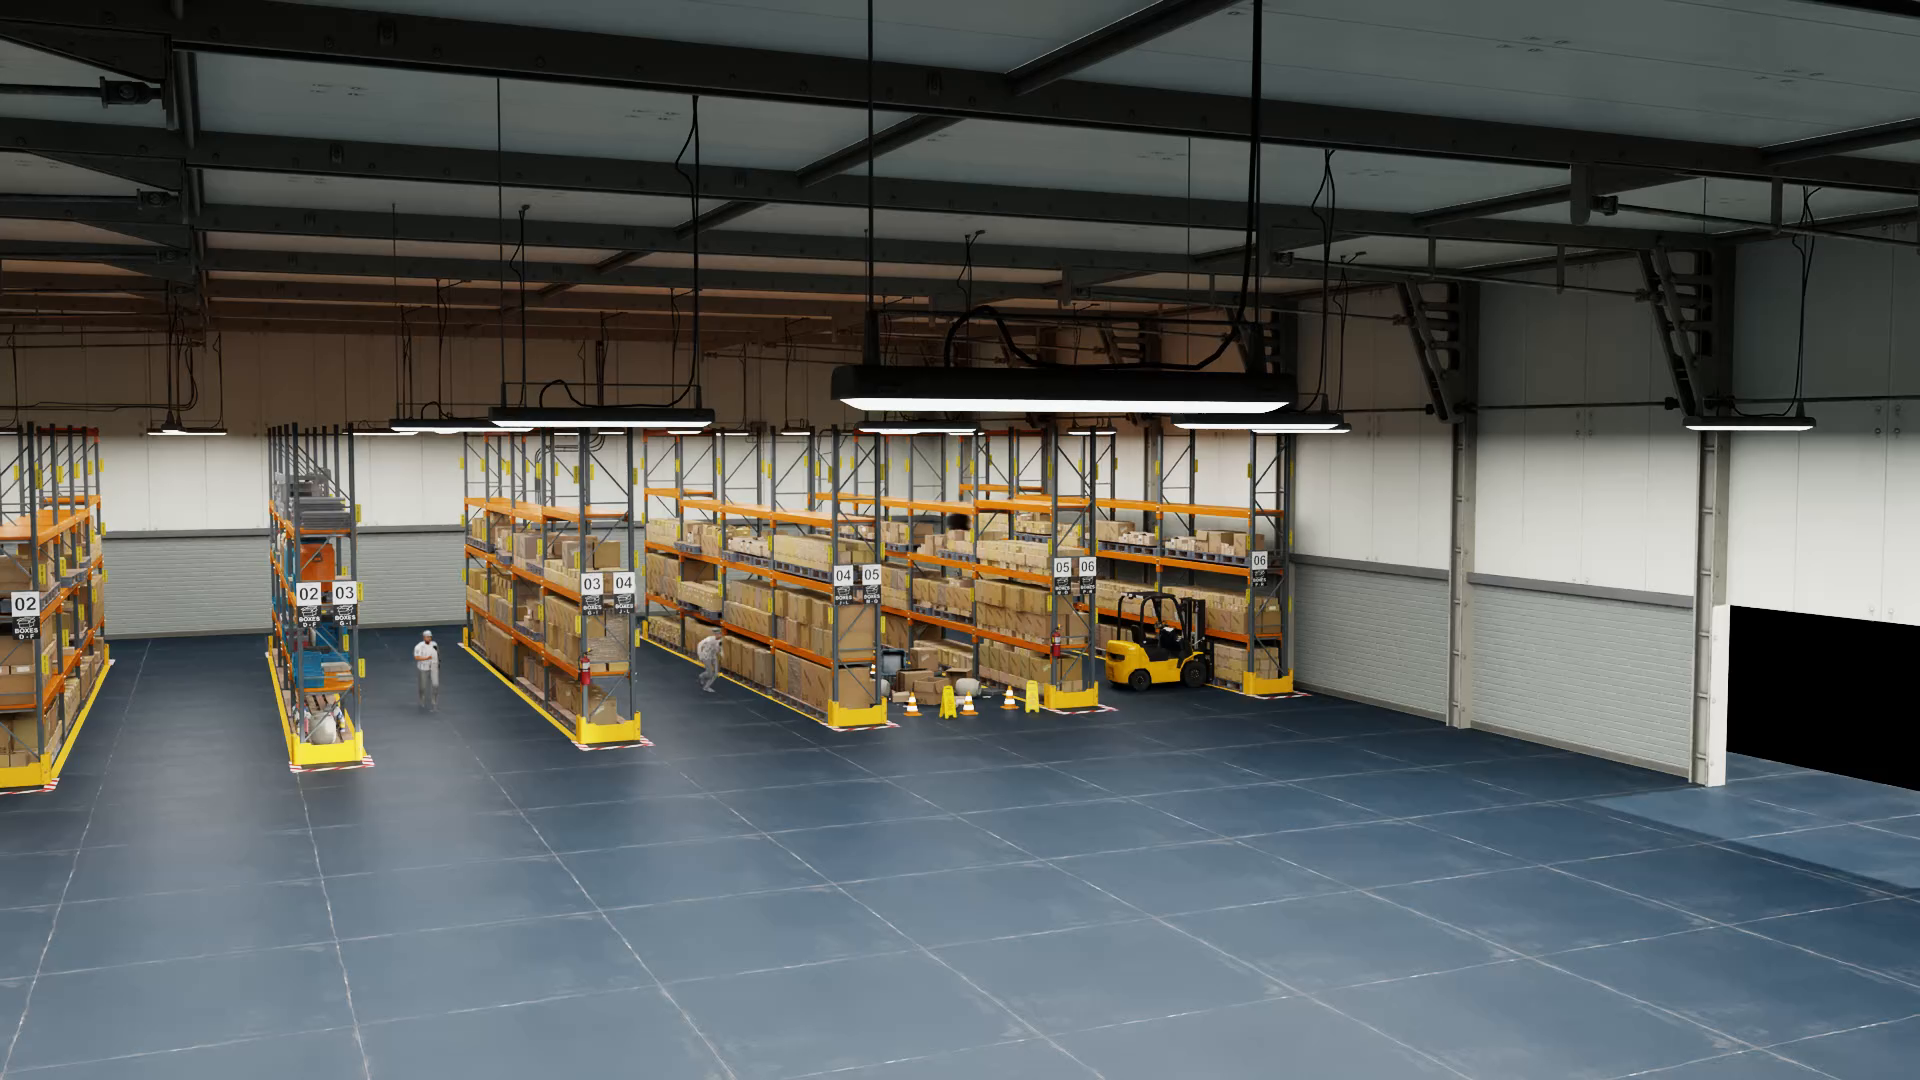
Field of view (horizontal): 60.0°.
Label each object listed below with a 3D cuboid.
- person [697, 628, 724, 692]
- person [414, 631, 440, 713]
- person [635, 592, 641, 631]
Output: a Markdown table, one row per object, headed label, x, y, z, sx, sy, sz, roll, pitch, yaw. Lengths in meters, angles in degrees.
| label | x | y | z | sx | sy | sz | roll | pitch | yaw |
| --- | --- | --- | --- | --- | --- | --- | --- | --- | --- |
| person | -5.653 | 2.703 | 37.496 | 0.641 | 1.486 | 0.812 | -3 | 5 | -43 |
| person | -11.210 | 2.756 | 34.971 | 0.549 | 1.723 | 0.842 | -2 | 4 | -29 |
| person | -9.737 | 1.907 | 48.724 | 0.680 | 1.712 | 0.792 | 1 | 4 | 10 |
